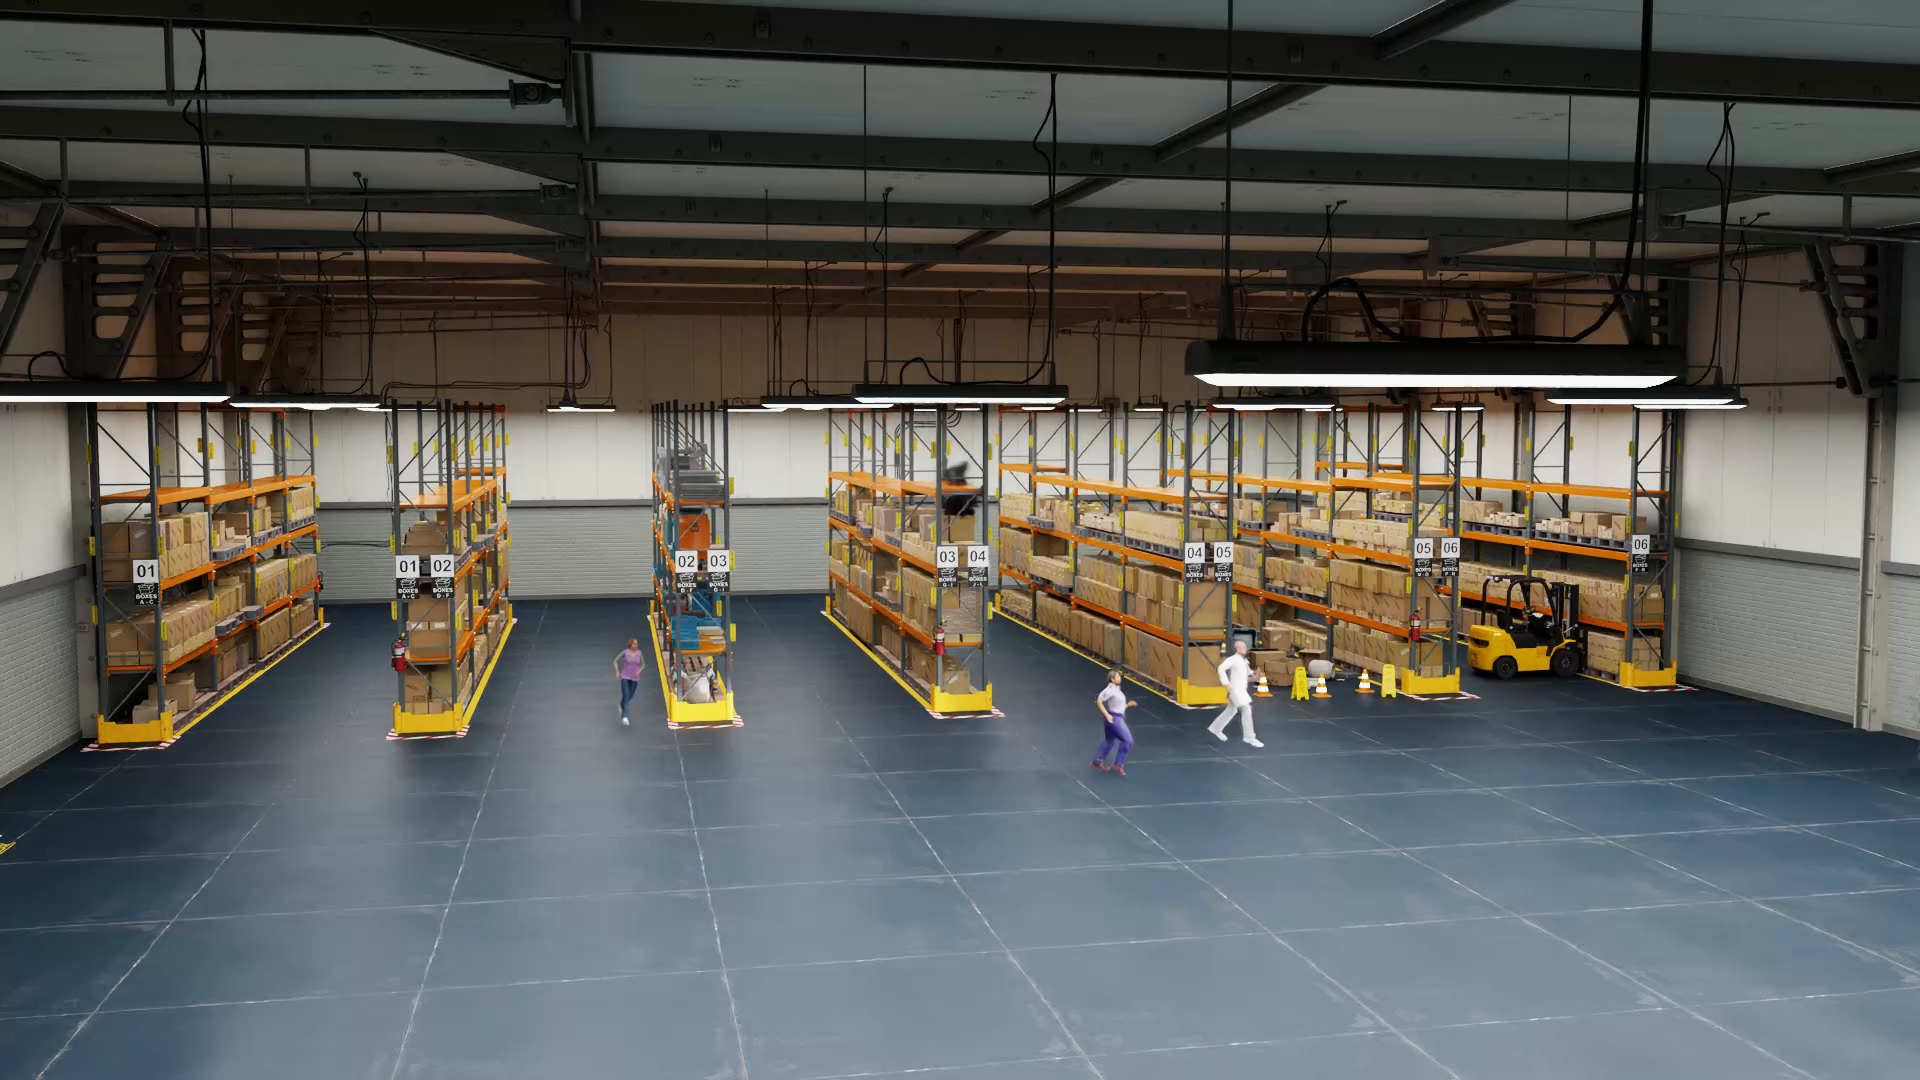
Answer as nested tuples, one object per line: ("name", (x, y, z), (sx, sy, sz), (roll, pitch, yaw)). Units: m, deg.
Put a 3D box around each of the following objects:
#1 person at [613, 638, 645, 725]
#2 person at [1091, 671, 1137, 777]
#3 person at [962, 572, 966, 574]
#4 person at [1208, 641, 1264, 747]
("person", (-6.179, 2.663, 31.102), (0.576, 1.480, 0.777), (-2, 5, -26))
("person", (2.451, 2.920, 26.438), (0.718, 1.697, 0.574), (0, 4, 6))
("person", (-0.161, 1.264, 48.597), (0.715, 1.593, 0.620), (0, 4, 2))
("person", (4.776, 2.642, 28.769), (1.001, 1.812, 0.680), (2, 5, 22))
